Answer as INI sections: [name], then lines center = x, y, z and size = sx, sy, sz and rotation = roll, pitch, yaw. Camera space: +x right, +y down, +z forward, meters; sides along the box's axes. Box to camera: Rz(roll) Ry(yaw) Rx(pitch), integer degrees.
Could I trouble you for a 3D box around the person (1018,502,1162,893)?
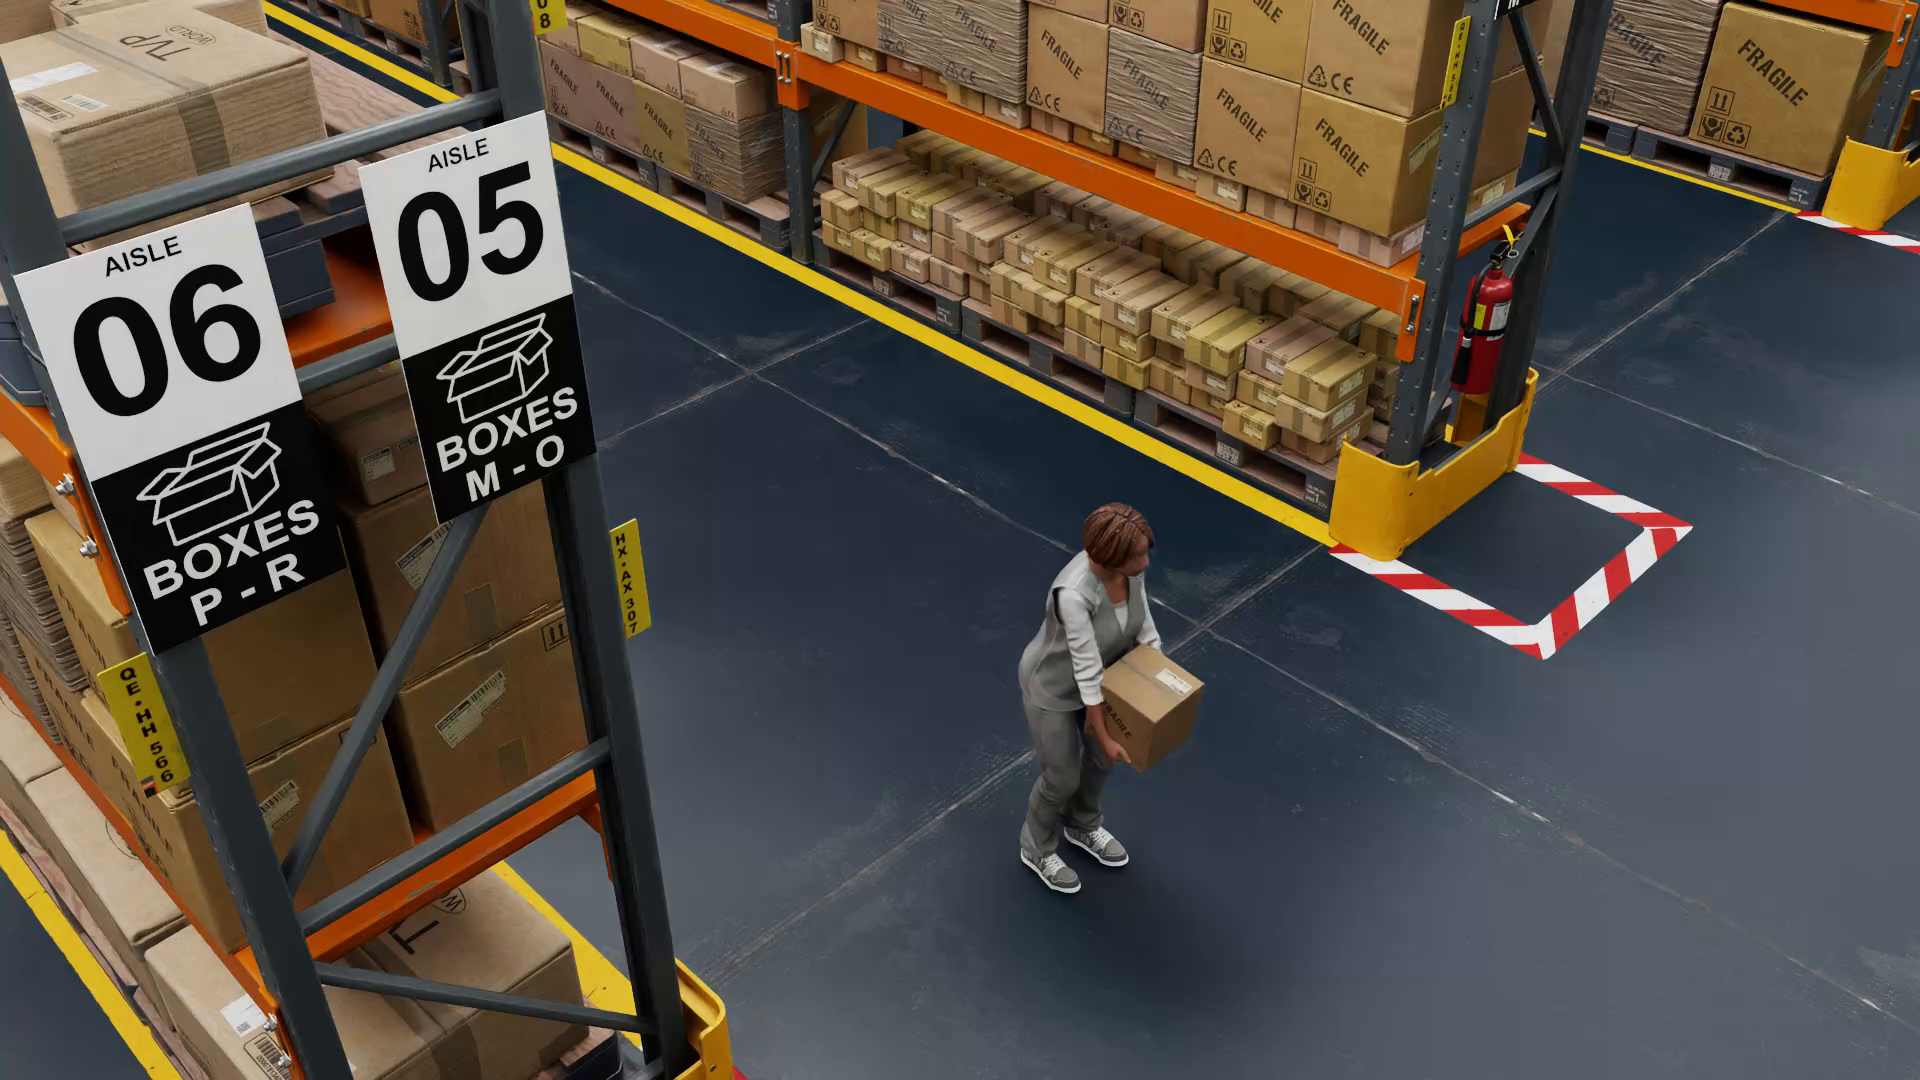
[person]
center = 0.443, 0.525, 5.456
size = 0.527, 1.576, 0.373
rotation = 29, 45, 34
